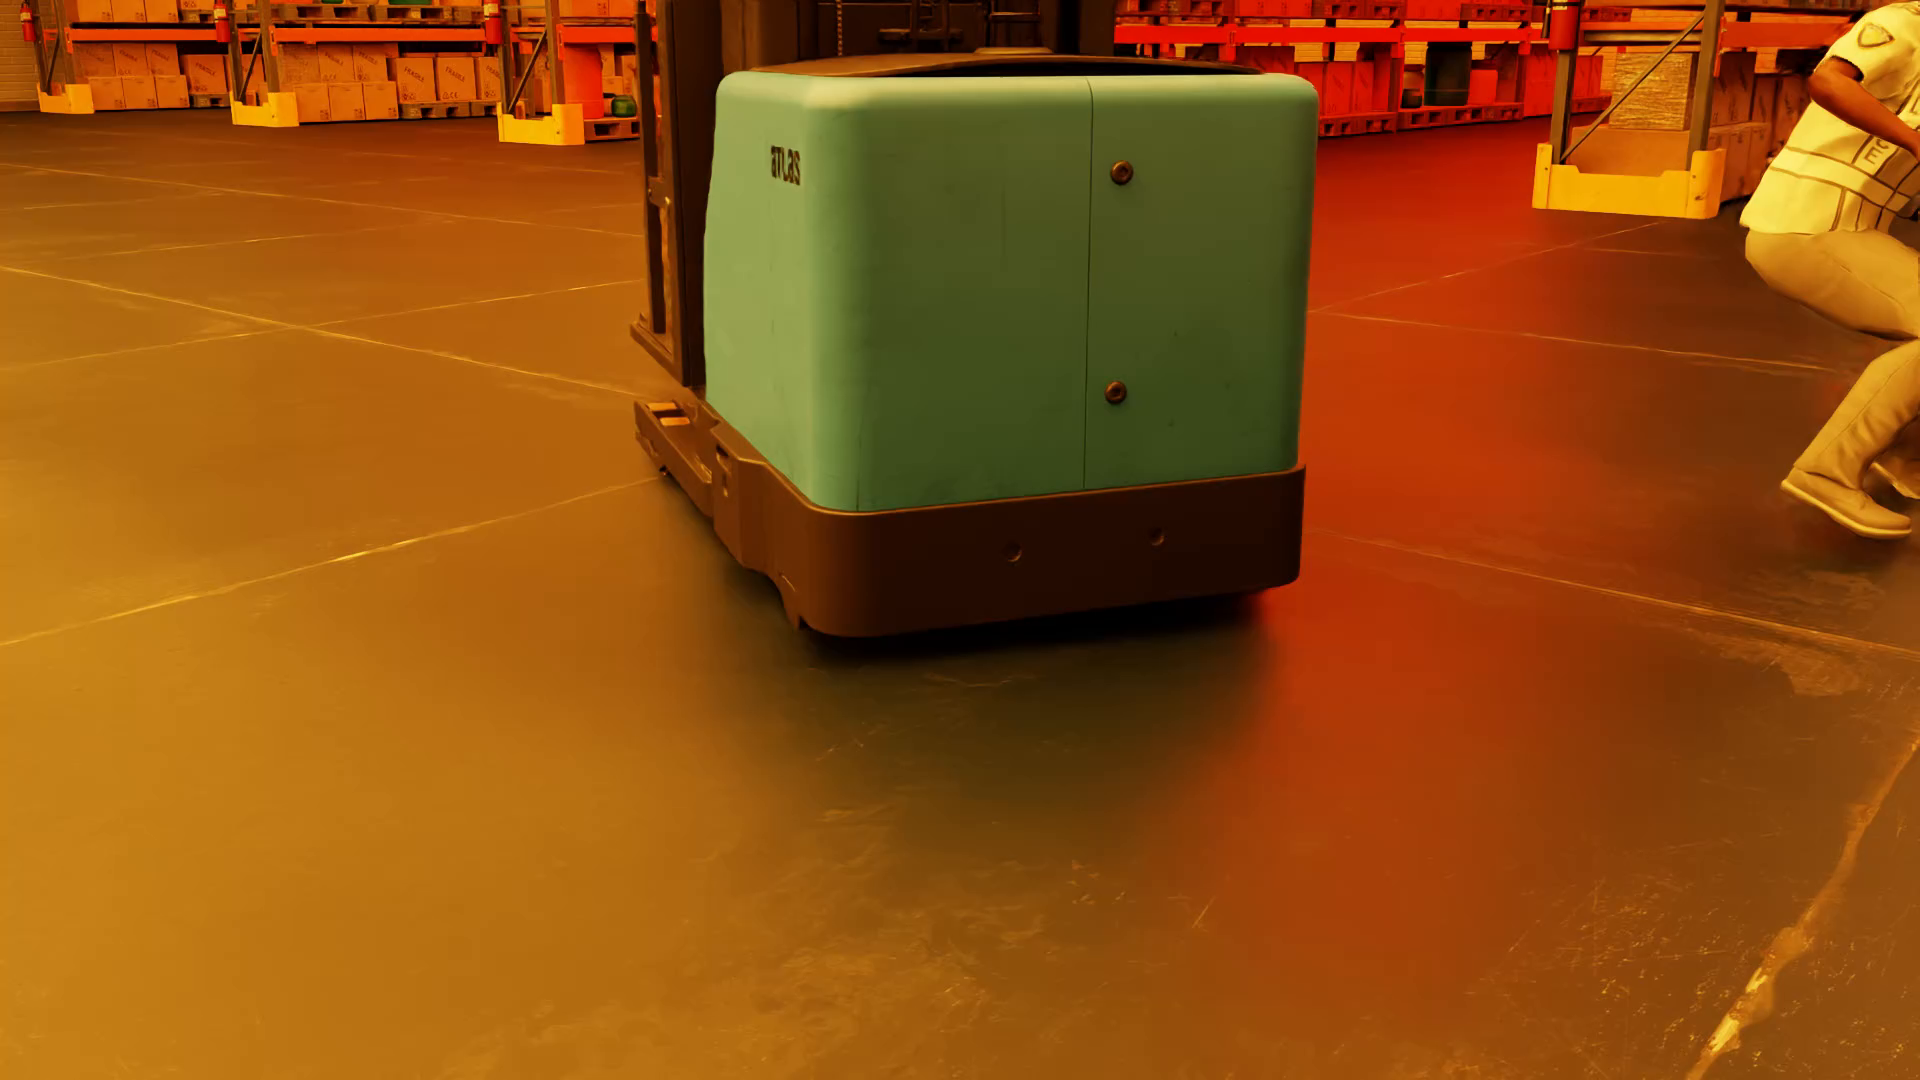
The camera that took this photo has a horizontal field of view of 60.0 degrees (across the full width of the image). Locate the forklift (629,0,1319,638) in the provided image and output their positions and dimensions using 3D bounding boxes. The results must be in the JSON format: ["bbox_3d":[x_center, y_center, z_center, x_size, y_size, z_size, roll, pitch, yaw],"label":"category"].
[{"bbox_3d":[-0.277,-1.608,4.192,1.130,2.935,3.031,-6,18,-19],"label":"forklift"}]

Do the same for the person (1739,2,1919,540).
[{"bbox_3d":[2.292,-0.697,3.888,0.793,1.452,0.811,-16,23,-42],"label":"person"}]
